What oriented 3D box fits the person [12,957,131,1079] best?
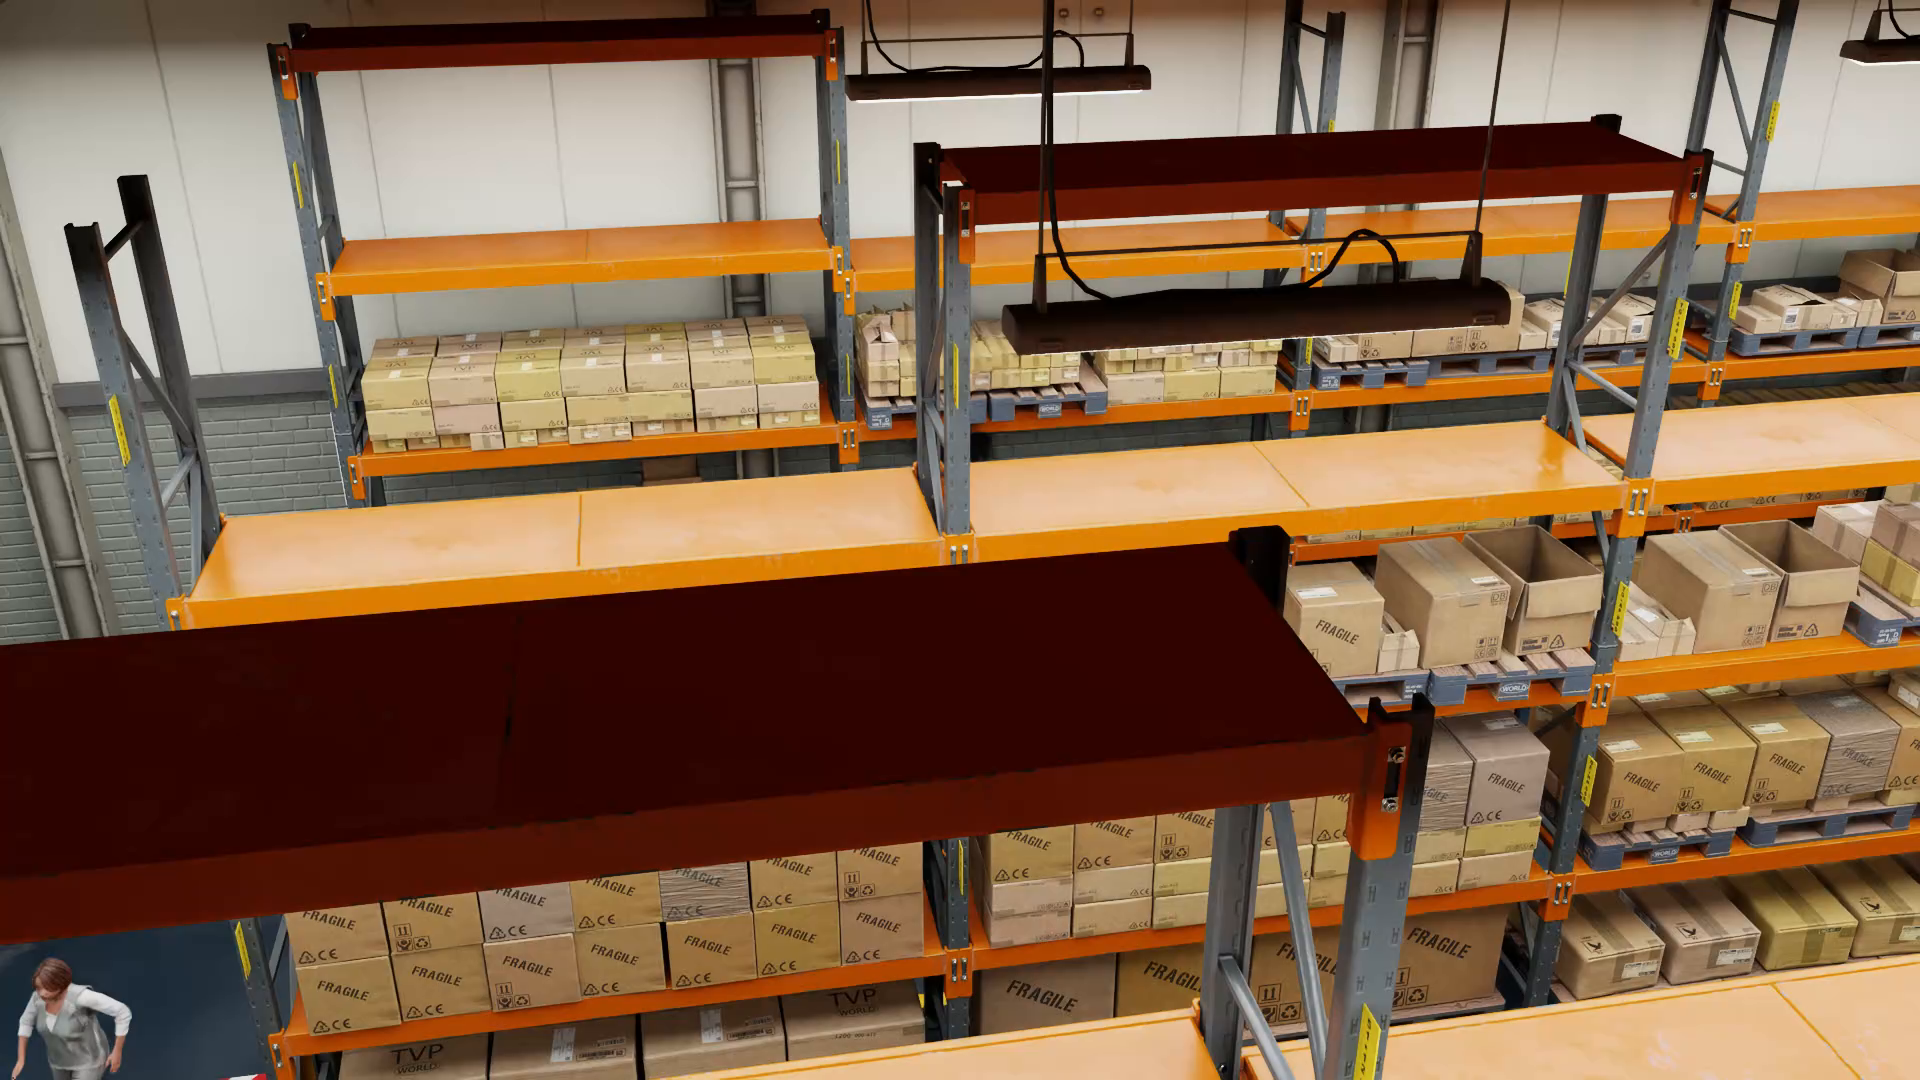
[{"bbox_3d":[-5.319,3.148,9.960,0.699,1.580,0.645,6,26,13],"label":"person"}]
